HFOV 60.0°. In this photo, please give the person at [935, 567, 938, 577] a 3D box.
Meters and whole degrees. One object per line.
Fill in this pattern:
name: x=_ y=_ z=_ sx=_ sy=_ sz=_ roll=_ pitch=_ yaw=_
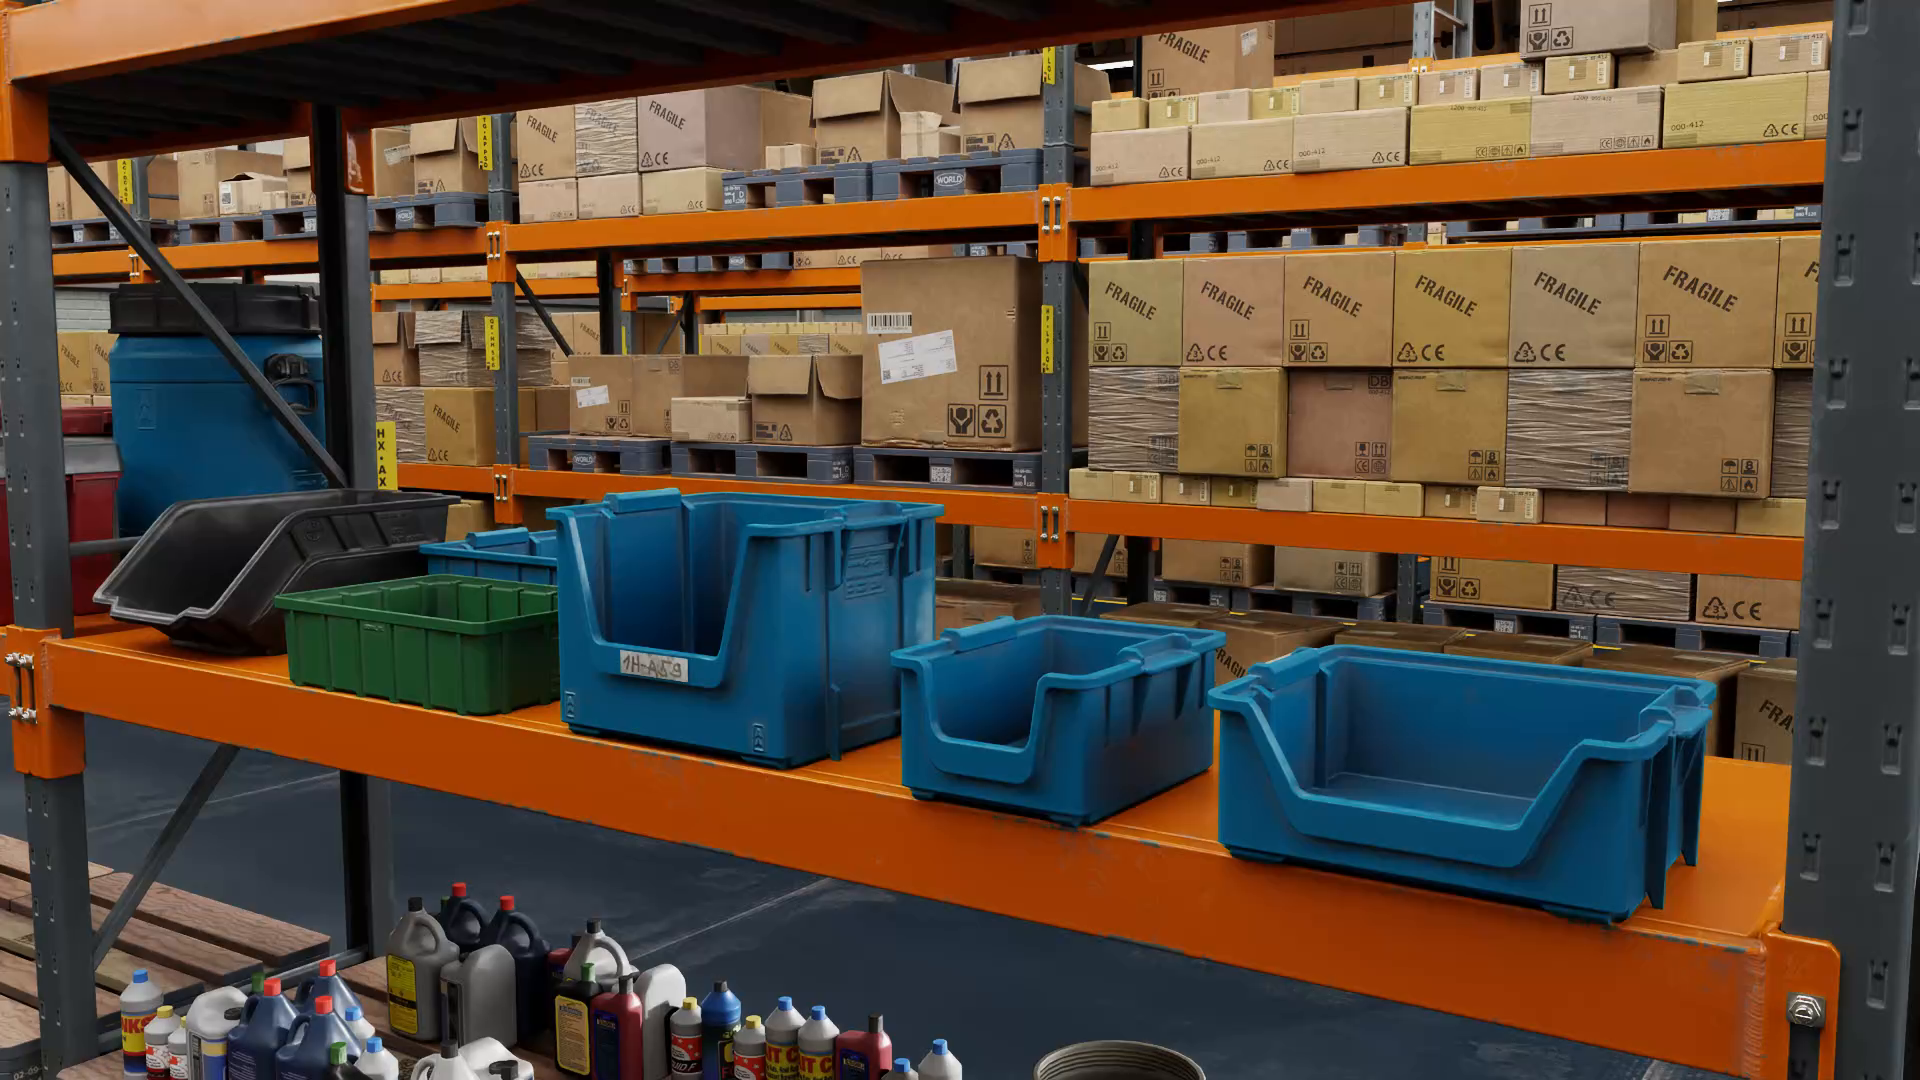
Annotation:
person: x=-0.595 y=0.300 z=11.763 sx=0.871 sy=0.834 sz=0.534 roll=4 pitch=8 yaw=34
